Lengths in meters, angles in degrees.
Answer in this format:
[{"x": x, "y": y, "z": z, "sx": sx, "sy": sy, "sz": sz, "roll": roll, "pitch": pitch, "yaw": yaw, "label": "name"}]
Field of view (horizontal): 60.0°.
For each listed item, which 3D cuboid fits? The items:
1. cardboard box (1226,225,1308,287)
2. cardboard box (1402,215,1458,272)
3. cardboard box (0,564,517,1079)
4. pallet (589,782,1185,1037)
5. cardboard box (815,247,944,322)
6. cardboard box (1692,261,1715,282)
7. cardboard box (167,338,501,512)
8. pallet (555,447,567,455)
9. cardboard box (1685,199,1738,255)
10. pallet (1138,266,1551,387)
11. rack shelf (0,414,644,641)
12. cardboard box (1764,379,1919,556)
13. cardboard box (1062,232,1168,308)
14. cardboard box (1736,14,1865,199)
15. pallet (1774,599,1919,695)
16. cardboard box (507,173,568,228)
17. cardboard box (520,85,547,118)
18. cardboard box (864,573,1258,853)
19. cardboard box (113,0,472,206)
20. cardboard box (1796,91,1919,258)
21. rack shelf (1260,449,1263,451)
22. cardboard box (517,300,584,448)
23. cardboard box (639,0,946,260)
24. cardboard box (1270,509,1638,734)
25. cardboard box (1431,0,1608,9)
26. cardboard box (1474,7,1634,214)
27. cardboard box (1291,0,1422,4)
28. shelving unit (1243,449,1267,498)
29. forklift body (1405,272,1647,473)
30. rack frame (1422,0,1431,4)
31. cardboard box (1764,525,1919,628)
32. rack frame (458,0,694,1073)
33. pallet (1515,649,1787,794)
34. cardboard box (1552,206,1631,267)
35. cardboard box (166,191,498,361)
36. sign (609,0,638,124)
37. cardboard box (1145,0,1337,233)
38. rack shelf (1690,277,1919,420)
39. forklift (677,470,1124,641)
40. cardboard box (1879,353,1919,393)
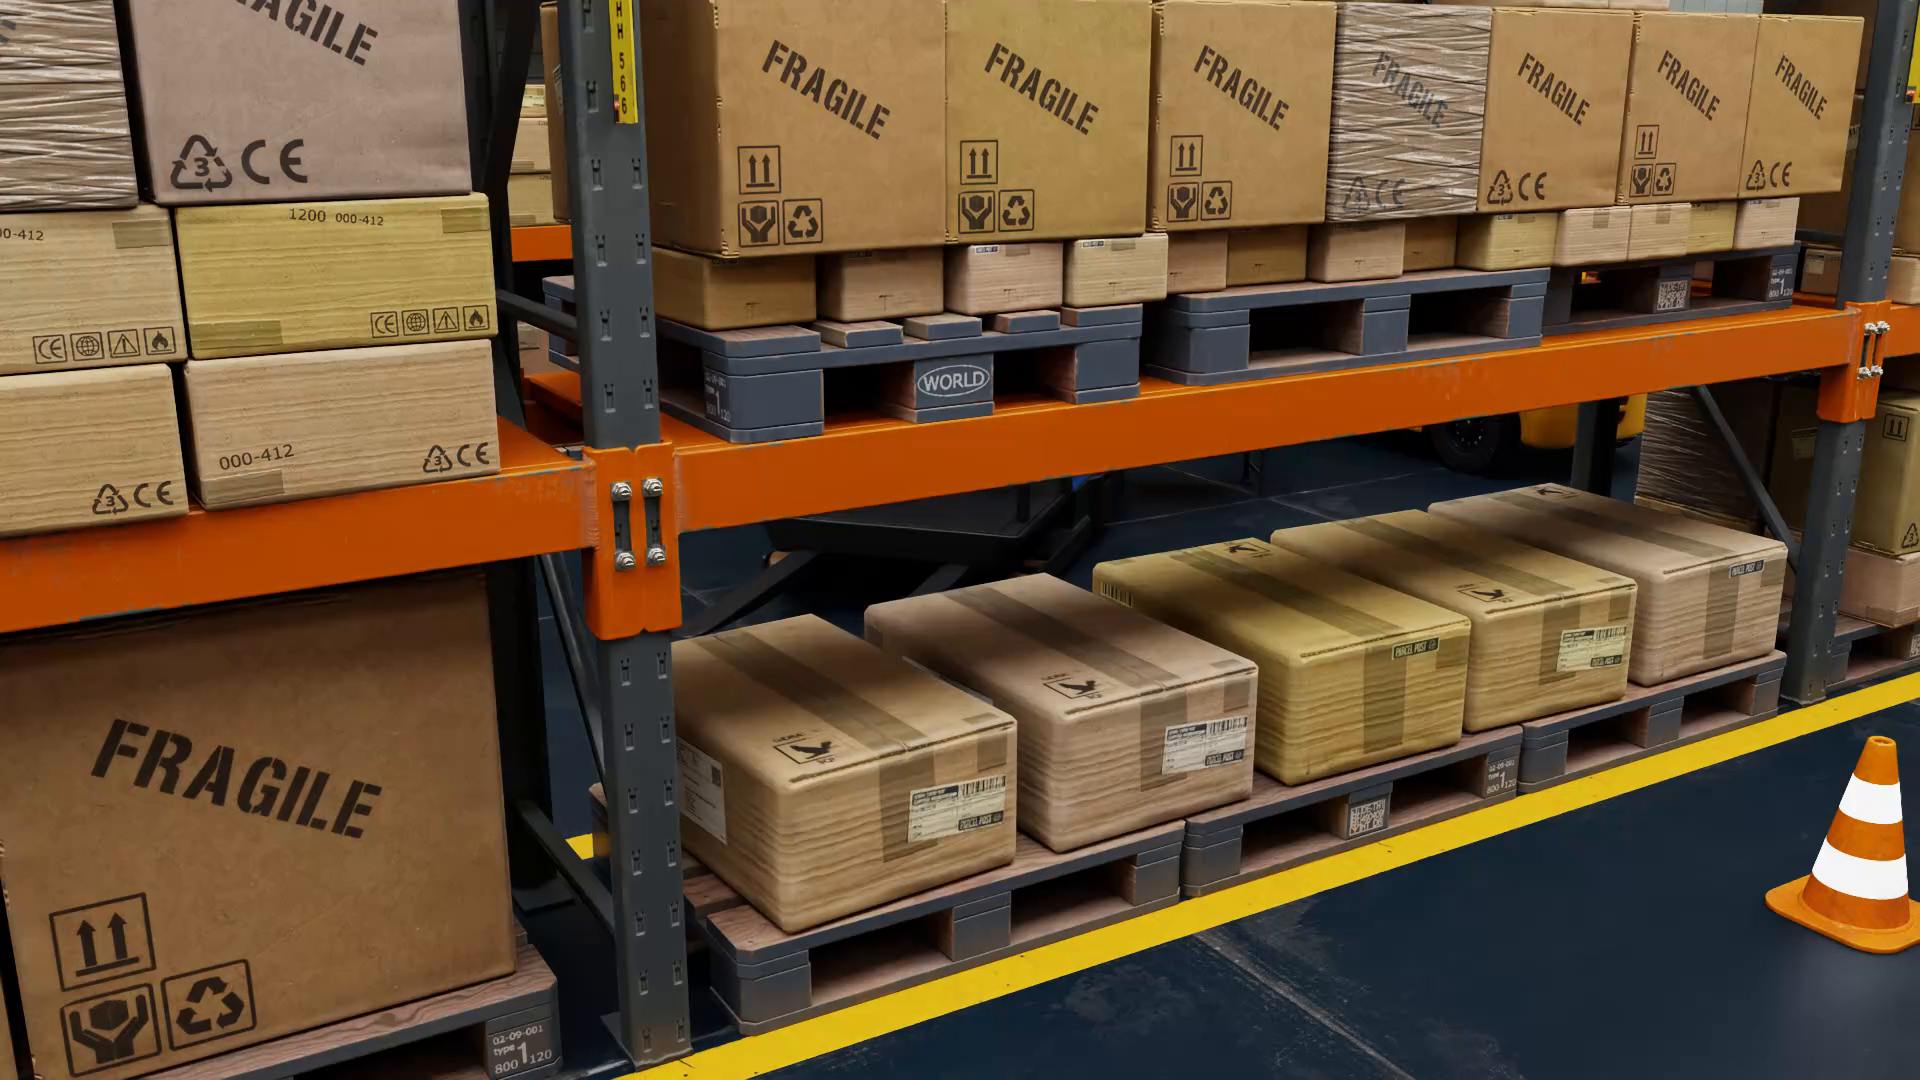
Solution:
[{"x": 0.651, "y": -0.736, "z": 4.166, "sx": 0.250, "sy": 0.149, "sz": 0.380, "roll": -8, "pitch": 18, "yaw": -28, "label": "cardboard box"}, {"x": 1.094, "y": -0.811, "z": 4.434, "sx": 0.250, "sy": 0.149, "sz": 0.380, "roll": -10, "pitch": 18, "yaw": -32, "label": "cardboard box"}, {"x": -1.511, "y": 0.437, "z": 3.452, "sx": 0.875, "sy": 0.875, "sz": 0.875, "roll": -9, "pitch": 18, "yaw": -30, "label": "cardboard box"}, {"x": -0.205, "y": 0.774, "z": 4.258, "sx": 1.213, "sy": 0.211, "sz": 1.003, "roll": -9, "pitch": 18, "yaw": -30, "label": "pallet"}, {"x": -0.242, "y": -0.576, "z": 3.593, "sx": 0.250, "sy": 0.149, "sz": 0.380, "roll": -11, "pitch": 19, "yaw": -33, "label": "cardboard box"}, {"x": 2.672, "y": -1.011, "z": 5.924, "sx": 0.250, "sy": 0.149, "sz": 0.380, "roll": -9, "pitch": 18, "yaw": -30, "label": "cardboard box"}, {"x": -1.175, "y": -0.258, "z": 3.051, "sx": 0.500, "sy": 0.250, "sz": 0.500, "roll": -10, "pitch": 18, "yaw": -32, "label": "cardboard box"}, {"x": -2.709, "y": -0.371, "z": 8.343, "sx": 1.213, "sy": 0.211, "sz": 1.003, "roll": -9, "pitch": 18, "yaw": -30, "label": "pallet"}, {"x": 2.019, "y": -0.930, "z": 4.857, "sx": 0.250, "sy": 0.149, "sz": 0.380, "roll": -10, "pitch": 18, "yaw": -31, "label": "cardboard box"}, {"x": 0.800, "y": -0.653, "z": 4.537, "sx": 1.213, "sy": 0.211, "sz": 1.003, "roll": -9, "pitch": 18, "yaw": -30, "label": "pallet"}, {"x": -2.590, "y": 0.164, "z": 2.601, "sx": 4.000, "sy": 0.370, "sz": 1.077, "roll": -9, "pitch": 18, "yaw": -30, "label": "rack shelf"}, {"x": 3.198, "y": -0.276, "z": 5.762, "sx": 0.500, "sy": 0.500, "sz": 0.500, "roll": -8, "pitch": 18, "yaw": -27, "label": "cardboard box"}, {"x": 0.263, "y": -0.636, "z": 3.810, "sx": 0.250, "sy": 0.149, "sz": 0.380, "roll": -9, "pitch": 18, "yaw": -29, "label": "cardboard box"}, {"x": 2.275, "y": -1.293, "z": 4.950, "sx": 0.500, "sy": 0.500, "sz": 0.500, "roll": -10, "pitch": 18, "yaw": -31, "label": "cardboard box"}, {"x": 3.111, "y": 0.224, "z": 6.218, "sx": 1.213, "sy": 0.211, "sz": 1.003, "roll": -9, "pitch": 18, "yaw": -30, "label": "pallet"}, {"x": -2.057, "y": -1.683, "z": 8.136, "sx": 0.500, "sy": 0.250, "sz": 0.500, "roll": -10, "pitch": 18, "yaw": -31, "label": "cardboard box"}, {"x": -2.158, "y": -2.105, "z": 7.976, "sx": 0.250, "sy": 0.149, "sz": 0.380, "roll": -9, "pitch": 18, "yaw": -29, "label": "cardboard box"}, {"x": 0.242, "y": 0.422, "z": 4.438, "sx": 0.625, "sy": 0.372, "sz": 0.950, "roll": -10, "pitch": 18, "yaw": -31, "label": "cardboard box"}, {"x": -1.184, "y": -0.858, "z": 2.875, "sx": 0.500, "sy": 0.500, "sz": 0.500, "roll": -10, "pitch": 18, "yaw": -31, "label": "cardboard box"}, {"x": 3.074, "y": -1.205, "z": 5.414, "sx": 0.500, "sy": 0.500, "sz": 0.500, "roll": -9, "pitch": 18, "yaw": -30, "label": "cardboard box"}, {"x": 1.103, "y": -0.662, "z": 8.199, "sx": 0.720, "sy": 0.370, "sz": 0.431, "roll": -1, "pitch": 16, "yaw": -2, "label": "rack shelf"}, {"x": -2.337, "y": -0.844, "z": 8.483, "sx": 0.625, "sy": 0.625, "sz": 0.875, "roll": -9, "pitch": 18, "yaw": -28, "label": "cardboard box"}, {"x": -0.371, "y": -0.863, "z": 3.418, "sx": 0.500, "sy": 0.500, "sz": 0.500, "roll": -10, "pitch": 18, "yaw": -31, "label": "cardboard box"}, {"x": 1.490, "y": 0.221, "z": 5.156, "sx": 0.625, "sy": 0.372, "sz": 0.950, "roll": -8, "pitch": 18, "yaw": -26, "label": "cardboard box"}, {"x": 1.467, "y": -1.464, "z": 4.358, "sx": 0.250, "sy": 0.149, "sz": 0.380, "roll": -10, "pitch": 19, "yaw": -32, "label": "cardboard box"}, {"x": 1.405, "y": -1.153, "z": 4.453, "sx": 0.500, "sy": 0.500, "sz": 0.500, "roll": -9, "pitch": 18, "yaw": -28, "label": "cardboard box"}, {"x": 1.090, "y": -1.564, "z": 4.716, "sx": 0.250, "sy": 0.149, "sz": 0.380, "roll": -8, "pitch": 18, "yaw": -27, "label": "cardboard box"}, {"x": 1.103, "y": -0.976, "z": 8.111, "sx": 0.755, "sy": 1.500, "sz": 0.431, "roll": -1, "pitch": 16, "yaw": -2, "label": "shelving unit"}, {"x": 2.736, "y": -1.626, "z": 9.226, "sx": 1.214, "sy": 2.155, "sz": 2.313, "roll": -9, "pitch": 18, "yaw": -30, "label": "forklift body"}, {"x": 3.422, "y": -2.721, "z": 11.558, "sx": 0.127, "sy": 3.000, "sz": 1.000, "roll": -9, "pitch": 18, "yaw": -30, "label": "rack frame"}, {"x": 3.198, "y": 0.086, "z": 5.863, "sx": 0.500, "sy": 0.250, "sz": 0.500, "roll": -10, "pitch": 19, "yaw": -32, "label": "cardboard box"}, {"x": -0.876, "y": -0.461, "z": 3.496, "sx": 0.127, "sy": 3.000, "sz": 1.000, "roll": -9, "pitch": 18, "yaw": -30, "label": "rack frame"}, {"x": 1.886, "y": 0.435, "z": 5.468, "sx": 1.213, "sy": 0.211, "sz": 1.003, "roll": -9, "pitch": 18, "yaw": -30, "label": "pallet"}, {"x": 1.600, "y": -0.850, "z": 4.571, "sx": 0.250, "sy": 0.149, "sz": 0.380, "roll": -9, "pitch": 18, "yaw": -29, "label": "cardboard box"}, {"x": -1.160, "y": -0.503, "z": 2.999, "sx": 0.500, "sy": 0.250, "sz": 0.500, "roll": -9, "pitch": 18, "yaw": -30, "label": "cardboard box"}, {"x": -0.587, "y": -0.890, "z": 2.883, "sx": 0.005, "sy": 0.325, "sz": 0.100, "roll": -9, "pitch": 18, "yaw": -30, "label": "sign"}, {"x": 0.524, "y": -1.013, "z": 3.951, "sx": 0.500, "sy": 0.500, "sz": 0.500, "roll": -9, "pitch": 18, "yaw": -29, "label": "cardboard box"}, {"x": 4.267, "y": -0.948, "z": 6.568, "sx": 4.000, "sy": 0.370, "sz": 1.077, "roll": -9, "pitch": 18, "yaw": -30, "label": "rack shelf"}, {"x": -0.152, "y": -1.243, "z": 6.413, "sx": 1.130, "sy": 2.935, "sz": 3.031, "roll": 5, "pitch": 16, "yaw": 17, "label": "forklift"}, {"x": 3.336, "y": -0.591, "z": 5.687, "sx": 0.250, "sy": 0.149, "sz": 0.380, "roll": -9, "pitch": 18, "yaw": -29, "label": "cardboard box"}]
